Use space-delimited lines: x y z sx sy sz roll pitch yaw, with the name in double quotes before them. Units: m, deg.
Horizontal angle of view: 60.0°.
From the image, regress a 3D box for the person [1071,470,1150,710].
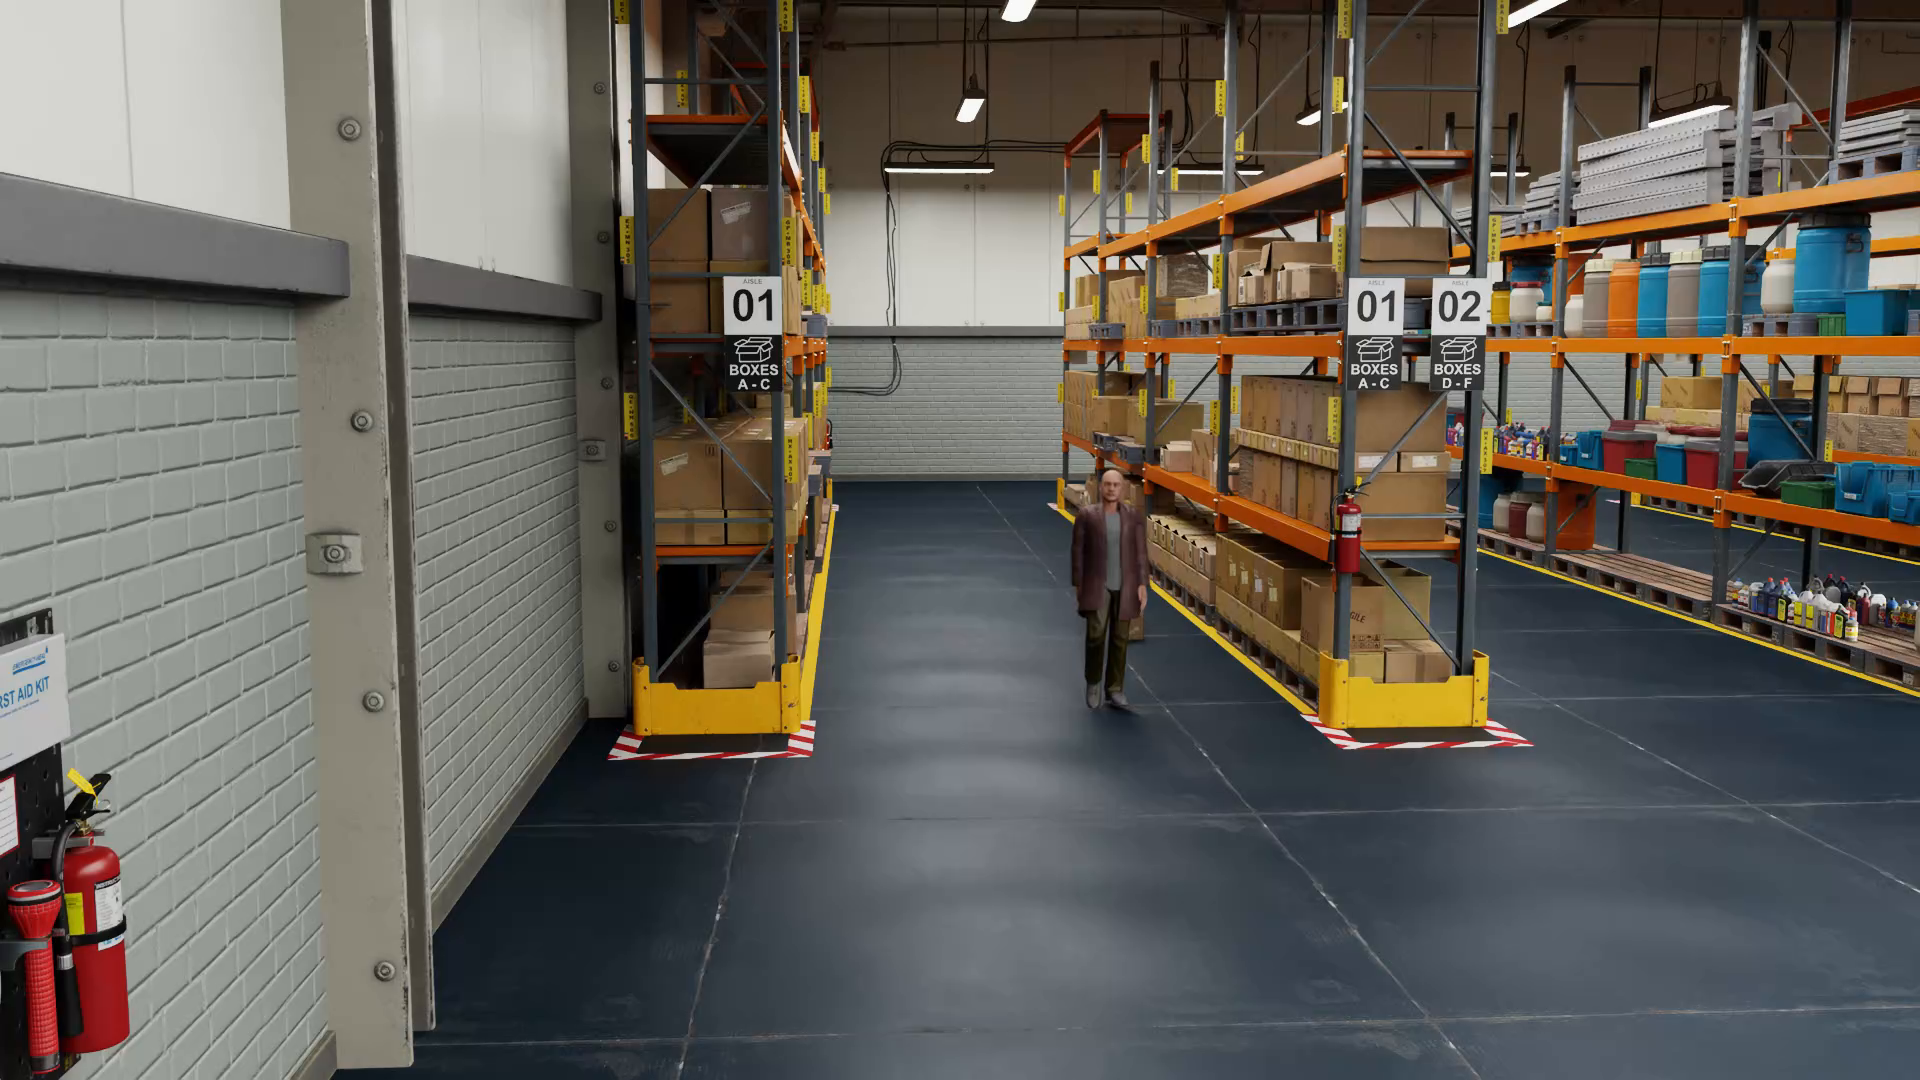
"person" 1.137 0.383 12.455 0.577 1.807 0.476 -1 7 -6
